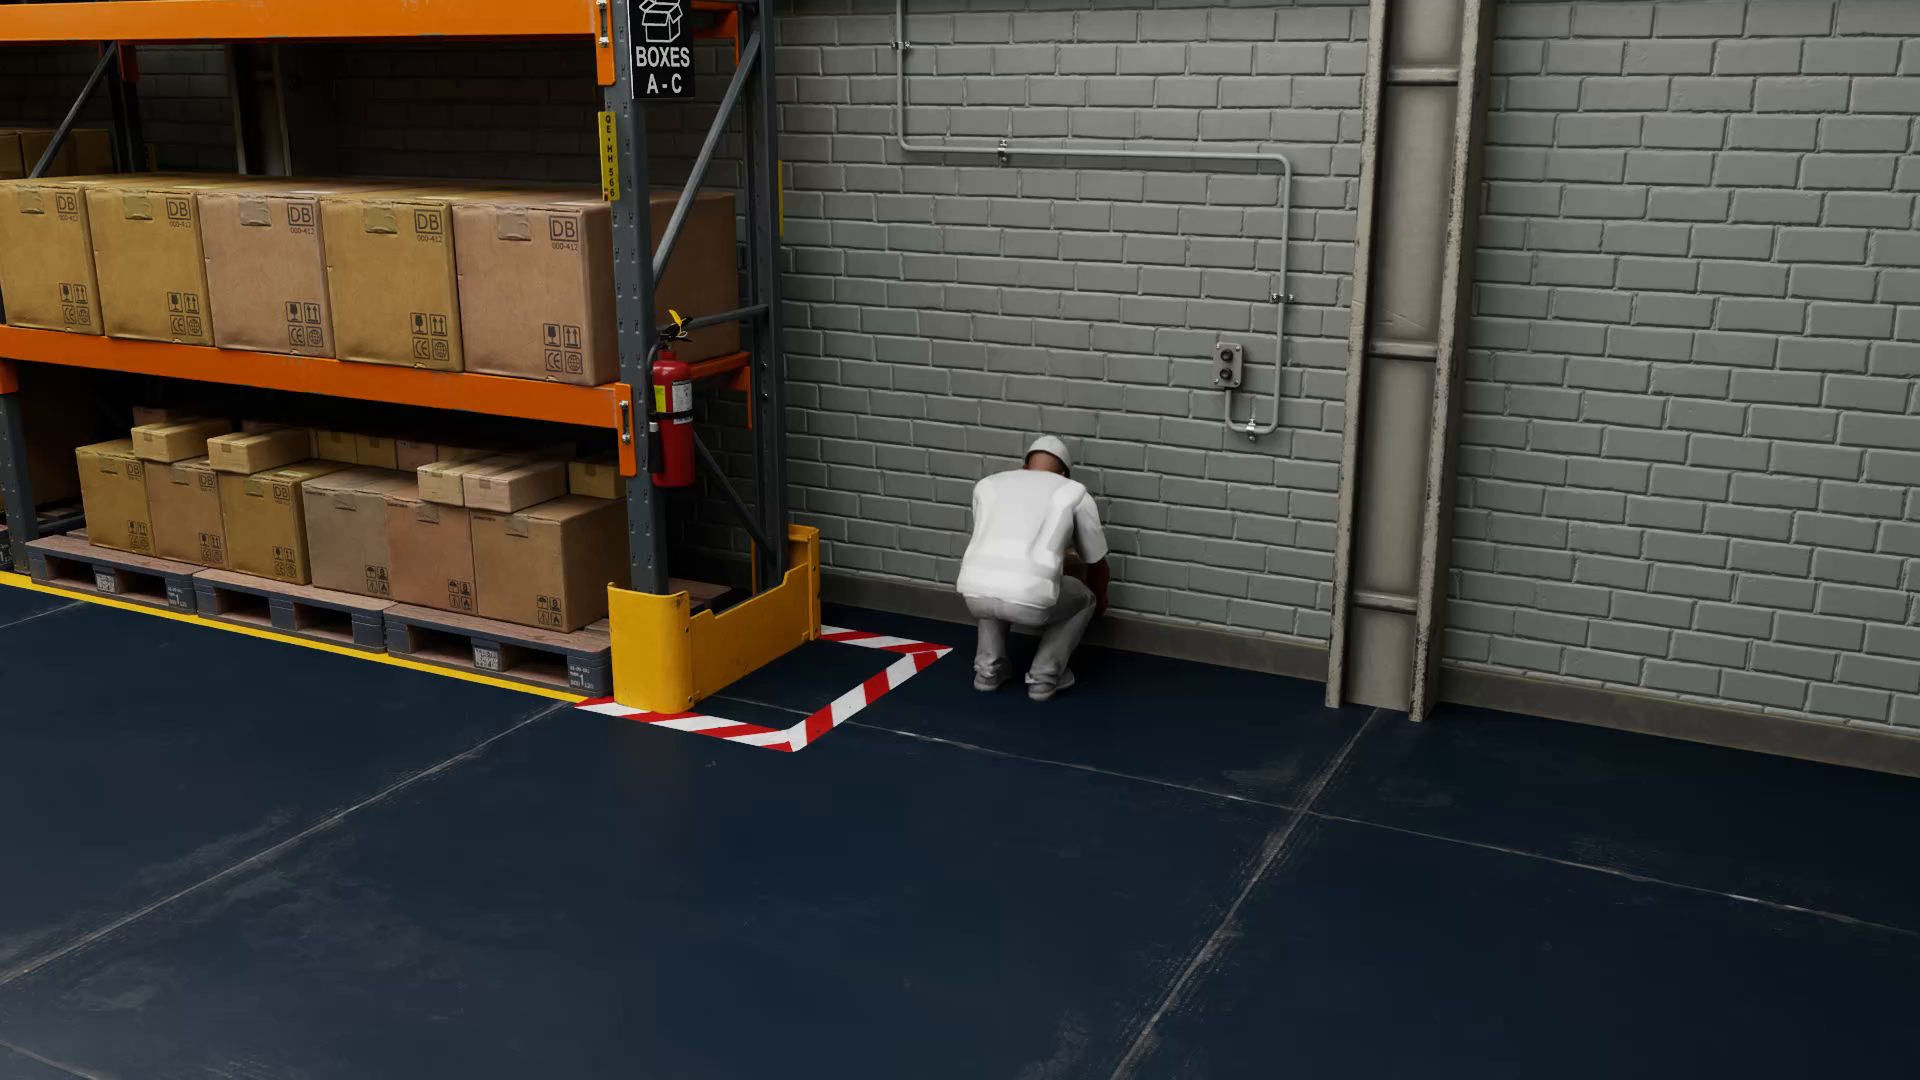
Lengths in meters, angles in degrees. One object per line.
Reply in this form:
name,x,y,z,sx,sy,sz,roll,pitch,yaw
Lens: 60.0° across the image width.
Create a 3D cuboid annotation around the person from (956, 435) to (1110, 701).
person,0.287,0.104,7.043,0.586,0.999,0.898,8,17,25
